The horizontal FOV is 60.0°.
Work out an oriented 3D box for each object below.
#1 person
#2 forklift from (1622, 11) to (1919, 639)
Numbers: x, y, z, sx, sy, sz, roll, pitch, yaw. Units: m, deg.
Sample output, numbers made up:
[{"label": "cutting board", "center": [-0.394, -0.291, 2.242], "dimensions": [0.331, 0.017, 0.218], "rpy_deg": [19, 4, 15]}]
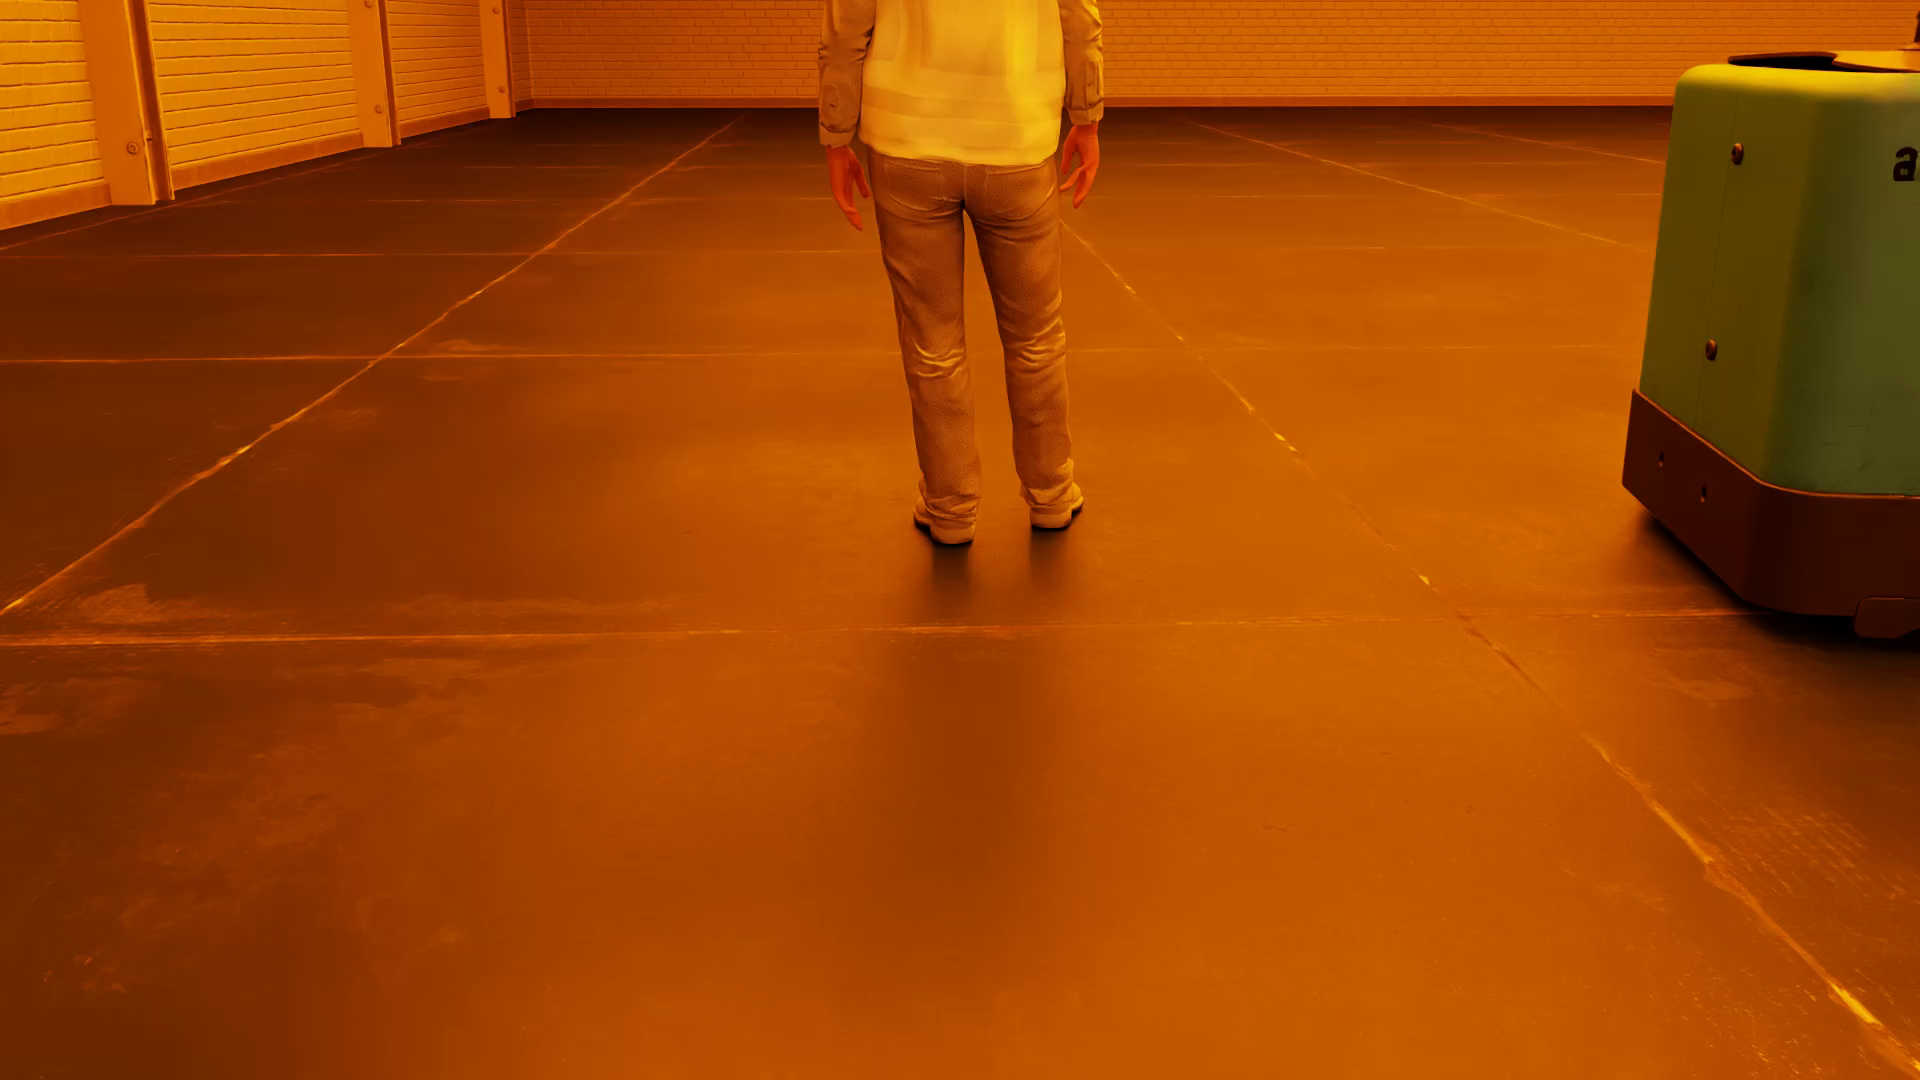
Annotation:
[{"label": "person", "center": [0.005, -0.874, 3.716], "dimensions": [0.632, 1.773, 0.568], "rpy_deg": [-1, 17, -3]}, {"label": "forklift", "center": [3.099, -1.296, 3.146], "dimensions": [3.031, 2.935, 1.130], "rpy_deg": [2, 17, 6]}]
